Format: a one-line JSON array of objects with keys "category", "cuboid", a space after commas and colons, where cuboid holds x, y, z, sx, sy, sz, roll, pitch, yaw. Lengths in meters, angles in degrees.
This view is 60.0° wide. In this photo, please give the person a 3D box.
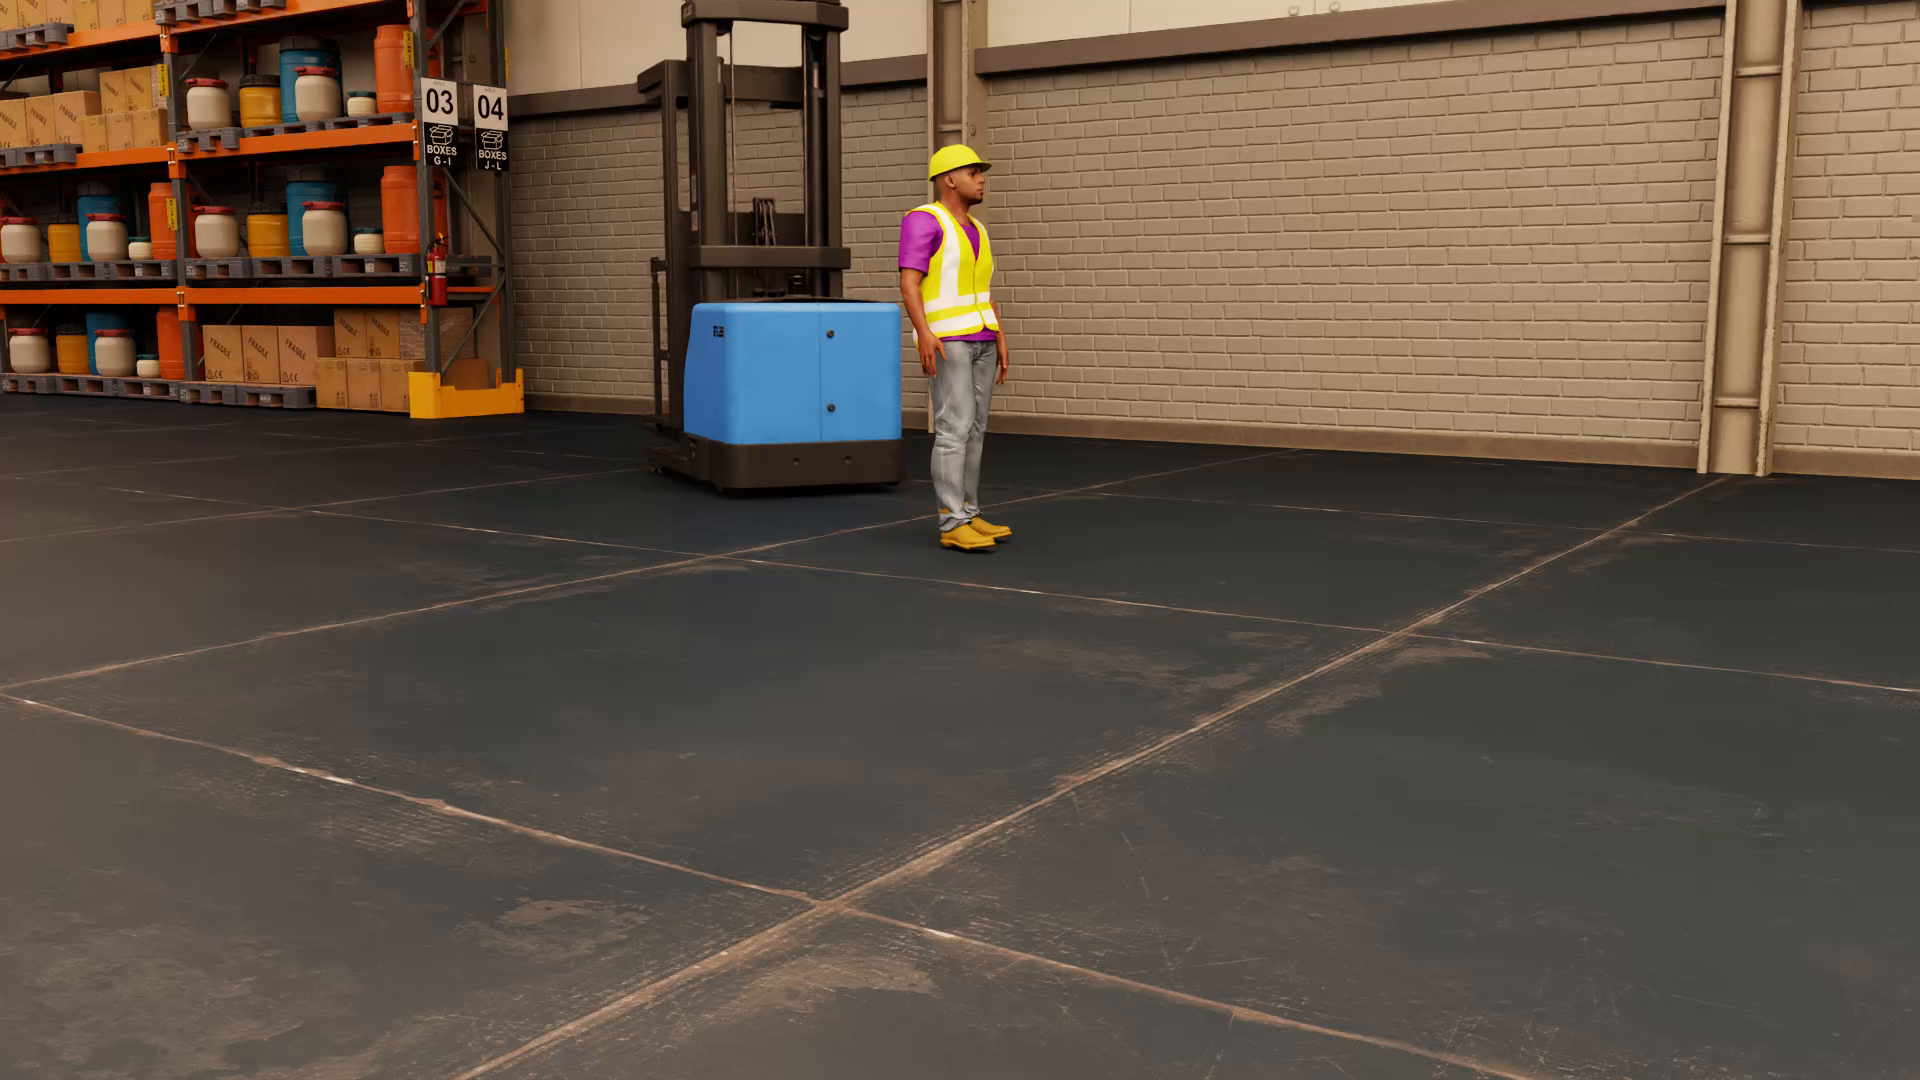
[{"category": "person", "cuboid": [0.054, -0.875, 7.435, 0.576, 1.766, 0.665, 5, 10, 34]}]

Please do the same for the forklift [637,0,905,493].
[{"category": "forklift", "cuboid": [-1.364, -1.880, 10.413, 1.130, 2.935, 3.031, -3, 9, -23]}]
